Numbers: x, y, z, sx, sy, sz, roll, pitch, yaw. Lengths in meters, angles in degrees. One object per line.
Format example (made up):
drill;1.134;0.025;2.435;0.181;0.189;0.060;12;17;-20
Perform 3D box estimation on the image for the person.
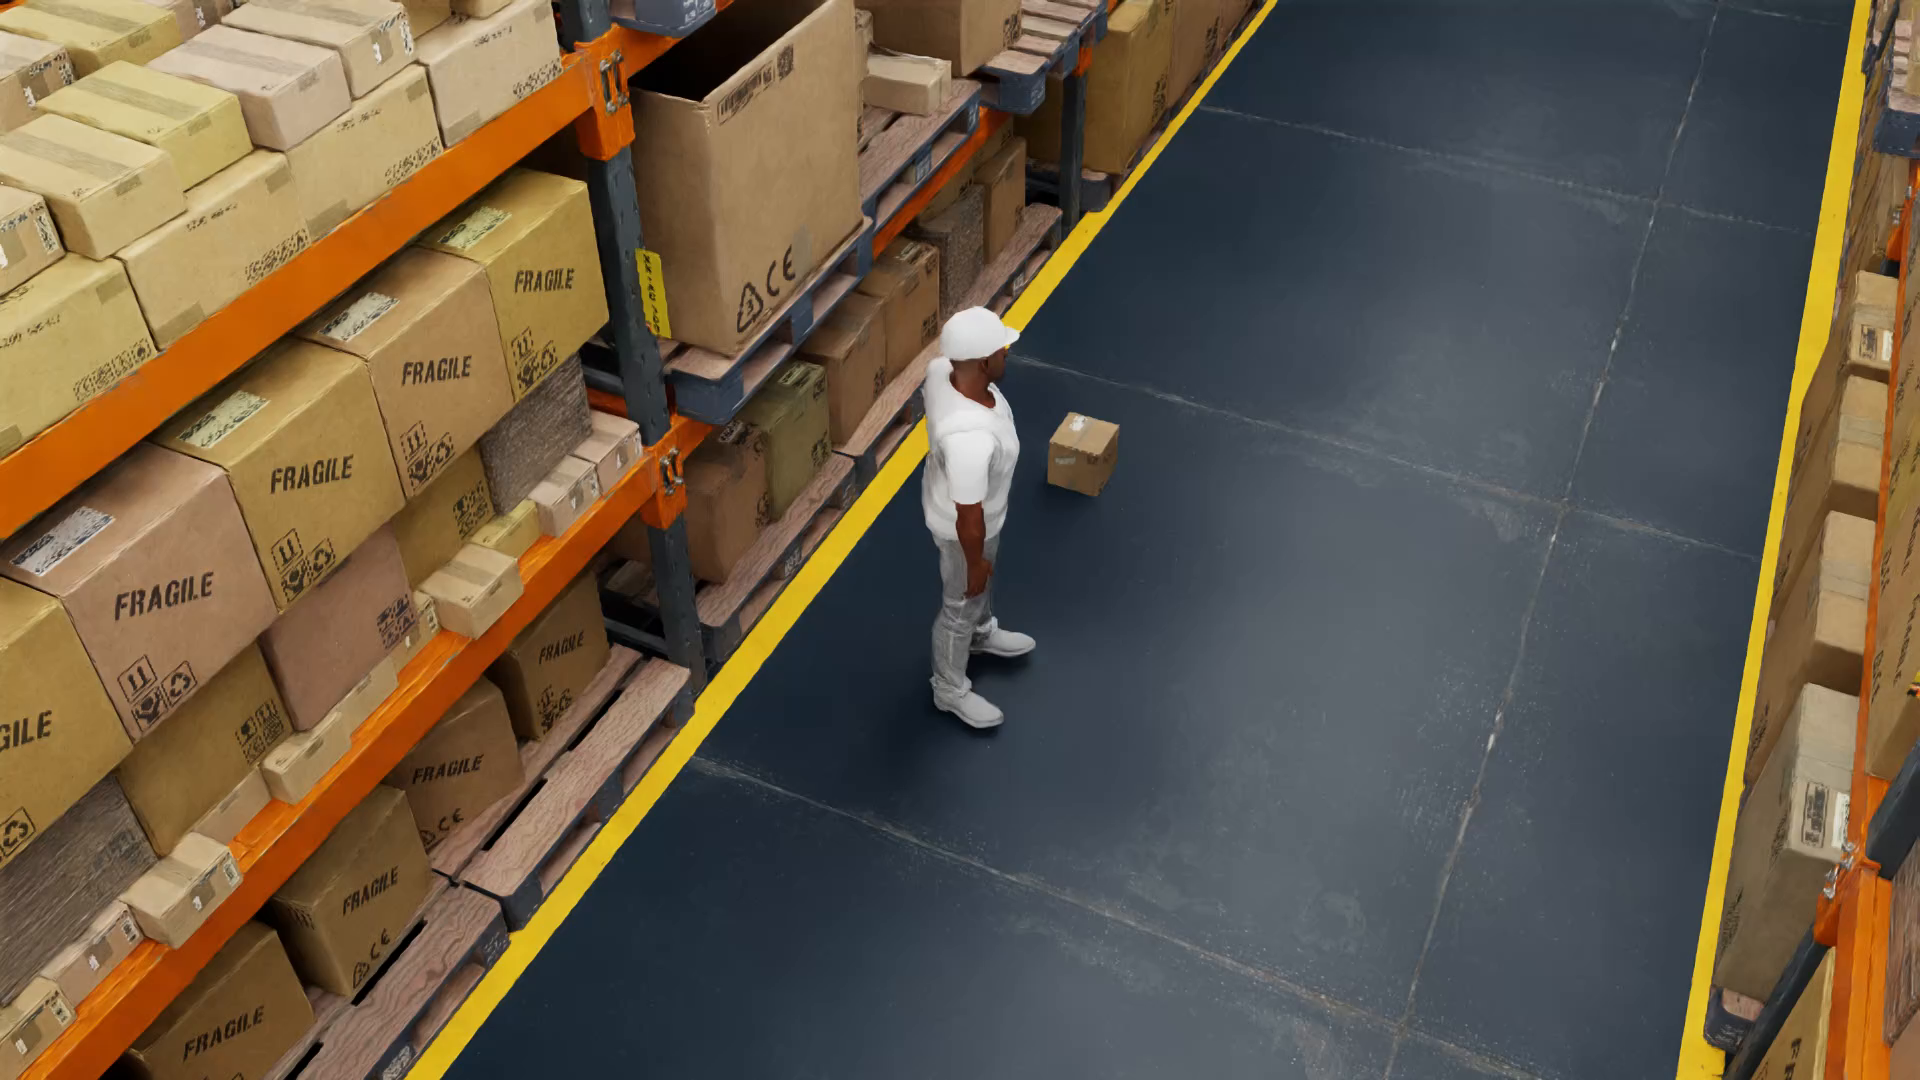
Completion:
person;0.088;-0.103;6.210;0.462;1.771;0.622;-2;42;-2
